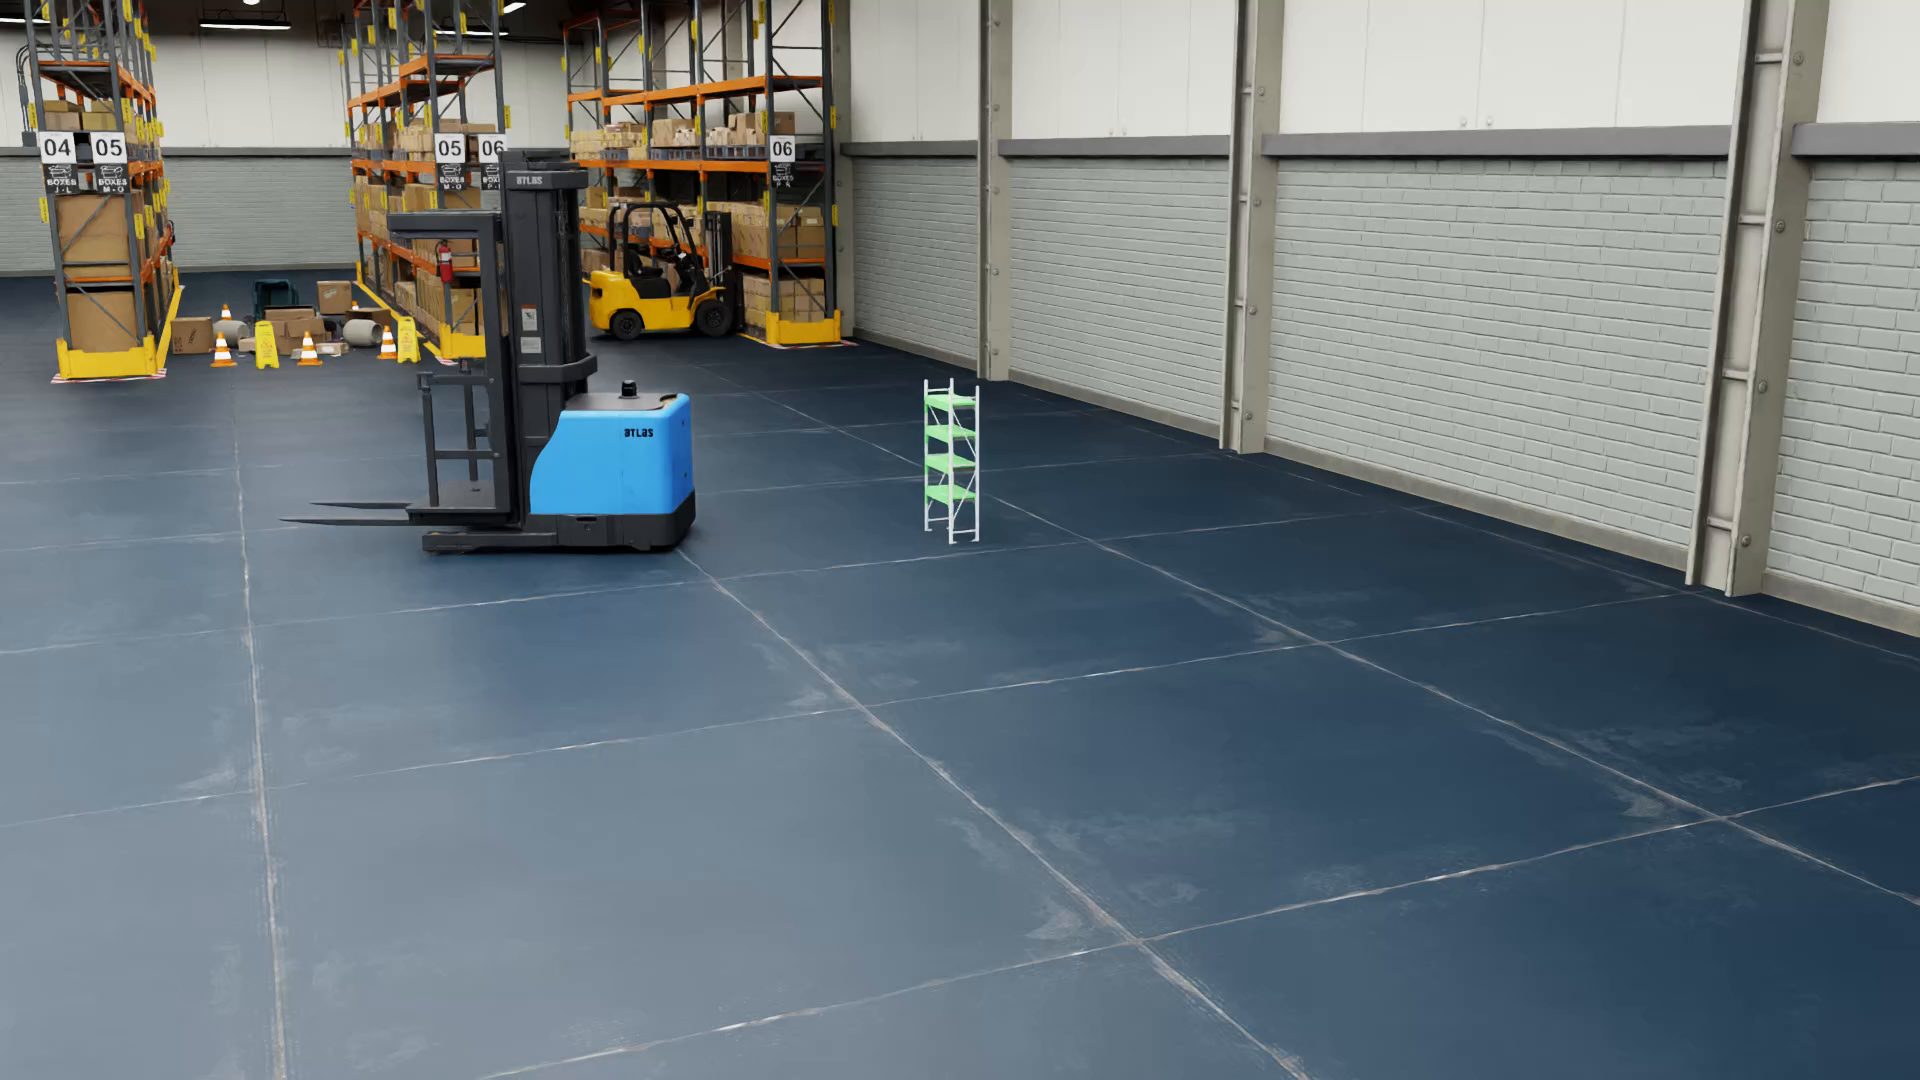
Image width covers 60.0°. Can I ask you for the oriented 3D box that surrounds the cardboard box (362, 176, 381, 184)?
[{"bbox_3d":[-12.834,-7.861,36.307,0.380,0.149,0.250,-6,14,-23],"label":"cardboard box"}]

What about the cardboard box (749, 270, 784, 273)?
[{"bbox_3d":[-3.320,-4.511,28.656,0.500,0.250,0.500,-6,14,-23],"label":"cardboard box"}]

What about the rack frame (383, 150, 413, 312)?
[{"bbox_3d":[-10.250,-5.829,31.403,1.000,3.000,0.127,-6,14,-23],"label":"rack frame"}]

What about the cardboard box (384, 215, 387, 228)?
[{"bbox_3d":[-10.677,-6.077,31.697,0.500,0.250,0.500,-6,14,-23],"label":"cardboard box"}]

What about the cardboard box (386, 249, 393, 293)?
[{"bbox_3d":[-11.162,-5.518,33.841,0.875,0.875,0.875,-5,14,-21],"label":"cardboard box"}]

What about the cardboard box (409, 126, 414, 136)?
[{"bbox_3d":[-8.512,-6.472,26.319,0.380,0.149,0.250,-6,14,-23],"label":"cardboard box"}]

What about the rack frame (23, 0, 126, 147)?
[{"bbox_3d":[-11.541,-6.631,21.564,1.000,3.000,0.127,-6,14,-23],"label":"rack frame"}]

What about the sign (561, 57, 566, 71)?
[{"bbox_3d":[-9.406,-11.298,39.483,0.100,0.325,0.005,-6,14,-23],"label":"sign"}]

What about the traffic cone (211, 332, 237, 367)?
[{"bbox_3d":[-10.453,-2.710,23.554,0.336,0.463,0.334,-6,14,-23],"label":"traffic cone"}]

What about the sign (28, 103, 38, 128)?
[{"bbox_3d":[-12.044,-5.516,21.611,0.100,0.325,0.005,-6,14,-23],"label":"sign"}]

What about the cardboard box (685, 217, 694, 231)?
[{"bbox_3d":[-4.745,-5.806,30.529,0.500,0.250,0.500,-6,14,-24],"label":"cardboard box"}]

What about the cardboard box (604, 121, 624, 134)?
[{"bbox_3d":[-7.505,-8.950,36.061,0.396,0.266,0.258,-6,14,-24],"label":"cardboard box"}]

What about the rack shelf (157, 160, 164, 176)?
[{"bbox_3d":[-17.149,-7.712,34.480,1.077,0.370,4.000,-6,14,-23],"label":"rack shelf"}]

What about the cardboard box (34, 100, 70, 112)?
[{"bbox_3d":[-11.987,-5.728,21.950,0.380,0.149,0.250,-5,14,-22],"label":"cardboard box"}]

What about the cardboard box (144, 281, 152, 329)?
[{"bbox_3d":[-13.474,-3.763,26.536,1.050,0.750,0.750,-6,14,-23],"label":"cardboard box"}]

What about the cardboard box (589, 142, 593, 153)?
[{"bbox_3d":[-8.141,-8.928,37.814,0.500,0.250,0.500,-5,14,-22],"label":"cardboard box"}]

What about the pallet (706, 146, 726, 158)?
[{"bbox_3d":[-3.736,-6.696,28.694,1.003,0.211,1.213,-6,14,-23],"label":"pallet"}]

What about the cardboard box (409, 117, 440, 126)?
[{"bbox_3d":[-8.997,-6.947,27.875,0.500,0.250,0.500,-5,14,-22],"label":"cardboard box"}]

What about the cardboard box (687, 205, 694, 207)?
[{"bbox_3d":[-5.133,-6.491,32.603,0.380,0.149,0.250,-6,14,-23],"label":"cardboard box"}]

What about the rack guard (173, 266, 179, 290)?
[{"bbox_3d":[-17.920,-5.780,36.737,1.175,0.500,0.348,-6,14,-23],"label":"rack guard"}]

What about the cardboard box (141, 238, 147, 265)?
[{"bbox_3d":[-12.743,-4.421,24.987,0.875,0.550,0.550,-6,14,-23],"label":"cardboard box"}]

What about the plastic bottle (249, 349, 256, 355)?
[{"bbox_3d":[-10.570,-2.824,24.935,0.133,0.061,0.283,-12,18,-42],"label":"plastic bottle"}]

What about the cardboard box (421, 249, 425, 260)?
[{"bbox_3d":[-8.312,-4.521,26.309,0.380,0.149,0.250,-6,14,-23],"label":"cardboard box"}]

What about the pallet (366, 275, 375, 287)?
[{"bbox_3d":[-13.063,-5.965,38.176,1.003,0.211,1.213,-6,14,-23],"label":"pallet"}]

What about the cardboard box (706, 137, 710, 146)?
[{"bbox_3d":[-4.200,-6.924,28.885,0.380,0.149,0.250,-5,14,-22],"label":"cardboard box"}]

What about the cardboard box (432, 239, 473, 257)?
[{"bbox_3d":[-7.516,-4.457,24.594,0.500,0.500,0.500,-6,14,-24],"label":"cardboard box"}]

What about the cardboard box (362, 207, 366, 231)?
[{"bbox_3d":[-12.699,-6.985,36.177,0.500,0.500,0.500,-6,14,-24],"label":"cardboard box"}]

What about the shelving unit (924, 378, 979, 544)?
[{"bbox_3d":[-0.066,-0.619,12.882,0.258,1.200,0.503,-6,14,-23],"label":"shelving unit"}]

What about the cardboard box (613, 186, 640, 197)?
[{"bbox_3d":[-7.659,-7.873,38.246,0.500,0.500,0.500,-6,14,-25],"label":"cardboard box"}]

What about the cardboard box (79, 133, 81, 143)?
[{"bbox_3d":[-12.595,-5.654,23.398,0.380,0.149,0.250,-5,14,-22],"label":"cardboard box"}]

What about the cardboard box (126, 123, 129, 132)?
[{"bbox_3d":[-11.704,-5.722,22.810,0.500,0.250,0.500,-6,14,-24],"label":"cardboard box"}]

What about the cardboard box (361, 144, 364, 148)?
[{"bbox_3d":[-12.508,-8.405,35.287,0.380,0.149,0.250,-5,14,-22],"label":"cardboard box"}]

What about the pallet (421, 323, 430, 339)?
[{"bbox_3d":[-8.347,-3.509,27.561,1.003,0.211,1.213,-6,14,-23],"label":"pallet"}]

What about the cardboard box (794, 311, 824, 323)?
[{"bbox_3d":[-2.517,-3.610,26.980,0.500,0.250,0.500,-6,14,-23],"label":"cardboard box"}]

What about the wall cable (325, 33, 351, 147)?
[{"bbox_3d":[-15.992,-11.554,42.836,0.463,3.000,0.029,-6,14,-23],"label":"wall cable"}]

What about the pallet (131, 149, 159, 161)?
[{"bbox_3d":[-14.439,-6.602,28.510,1.213,0.211,1.003,-5,14,-20],"label":"pallet"}]

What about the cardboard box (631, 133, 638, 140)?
[{"bbox_3d":[-6.529,-8.266,34.069,0.380,0.149,0.250,-6,14,-24],"label":"cardboard box"}]

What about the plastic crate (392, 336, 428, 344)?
[{"bbox_3d":[-8.771,-3.182,26.440,0.402,0.080,0.583,-12,18,-42],"label":"plastic crate"}]

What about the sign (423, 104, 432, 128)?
[{"bbox_3d":[-7.562,-6.023,23.625,0.100,0.325,0.005,-6,14,-23],"label":"sign"}]

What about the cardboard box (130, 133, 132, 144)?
[{"bbox_3d":[-11.890,-5.661,23.429,0.380,0.149,0.250,-6,14,-23],"label":"cardboard box"}]

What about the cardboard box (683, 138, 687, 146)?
[{"bbox_3d":[-4.820,-7.244,30.268,0.380,0.149,0.250,-6,14,-23],"label":"cardboard box"}]

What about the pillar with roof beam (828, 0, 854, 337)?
[{"bbox_3d":[-5.897,-7.385,24.819,9.100,9.000,0.400,-6,14,-23],"label":"pillar with roof beam"}]

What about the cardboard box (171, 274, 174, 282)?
[{"bbox_3d":[-17.352,-5.696,36.218,0.380,0.149,0.250,-5,14,-21],"label":"cardboard box"}]

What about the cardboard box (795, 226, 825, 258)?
[{"bbox_3d":[-2.443,-4.802,26.742,0.500,0.500,0.500,-5,14,-21],"label":"cardboard box"}]

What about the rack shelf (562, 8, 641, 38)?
[{"bbox_3d":[-8.107,-11.709,37.730,1.077,0.370,4.000,-6,14,-23],"label":"rack shelf"}]

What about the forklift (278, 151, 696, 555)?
[{"bbox_3d":[-3.630,-1.437,12.580,3.031,2.935,1.130,0,13,1],"label":"forklift"}]

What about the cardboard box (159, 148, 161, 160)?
[{"bbox_3d":[-16.897,-8.016,34.531,0.500,0.250,0.500,-5,14,-20],"label":"cardboard box"}]

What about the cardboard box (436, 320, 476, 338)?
[{"bbox_3d":[-7.626,-3.189,25.163,0.500,0.250,0.500,-6,14,-23],"label":"cardboard box"}]

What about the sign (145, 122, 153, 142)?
[{"bbox_3d":[-14.234,-7.161,29.185,0.100,0.325,0.005,-6,14,-23],"label":"sign"}]

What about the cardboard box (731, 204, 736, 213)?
[{"bbox_3d":[-3.657,-5.610,28.136,0.380,0.149,0.250,-6,14,-23],"label":"cardboard box"}]

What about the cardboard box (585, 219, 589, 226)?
[{"bbox_3d":[-8.558,-7.445,38.943,0.380,0.149,0.250,-6,14,-25],"label":"cardboard box"}]

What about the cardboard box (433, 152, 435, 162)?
[{"bbox_3d":[-7.445,-5.564,24.161,0.380,0.149,0.250,-6,14,-23],"label":"cardboard box"}]

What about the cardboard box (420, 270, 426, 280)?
[{"bbox_3d":[-8.457,-4.266,26.713,0.380,0.149,0.250,-5,14,-21],"label":"cardboard box"}]
